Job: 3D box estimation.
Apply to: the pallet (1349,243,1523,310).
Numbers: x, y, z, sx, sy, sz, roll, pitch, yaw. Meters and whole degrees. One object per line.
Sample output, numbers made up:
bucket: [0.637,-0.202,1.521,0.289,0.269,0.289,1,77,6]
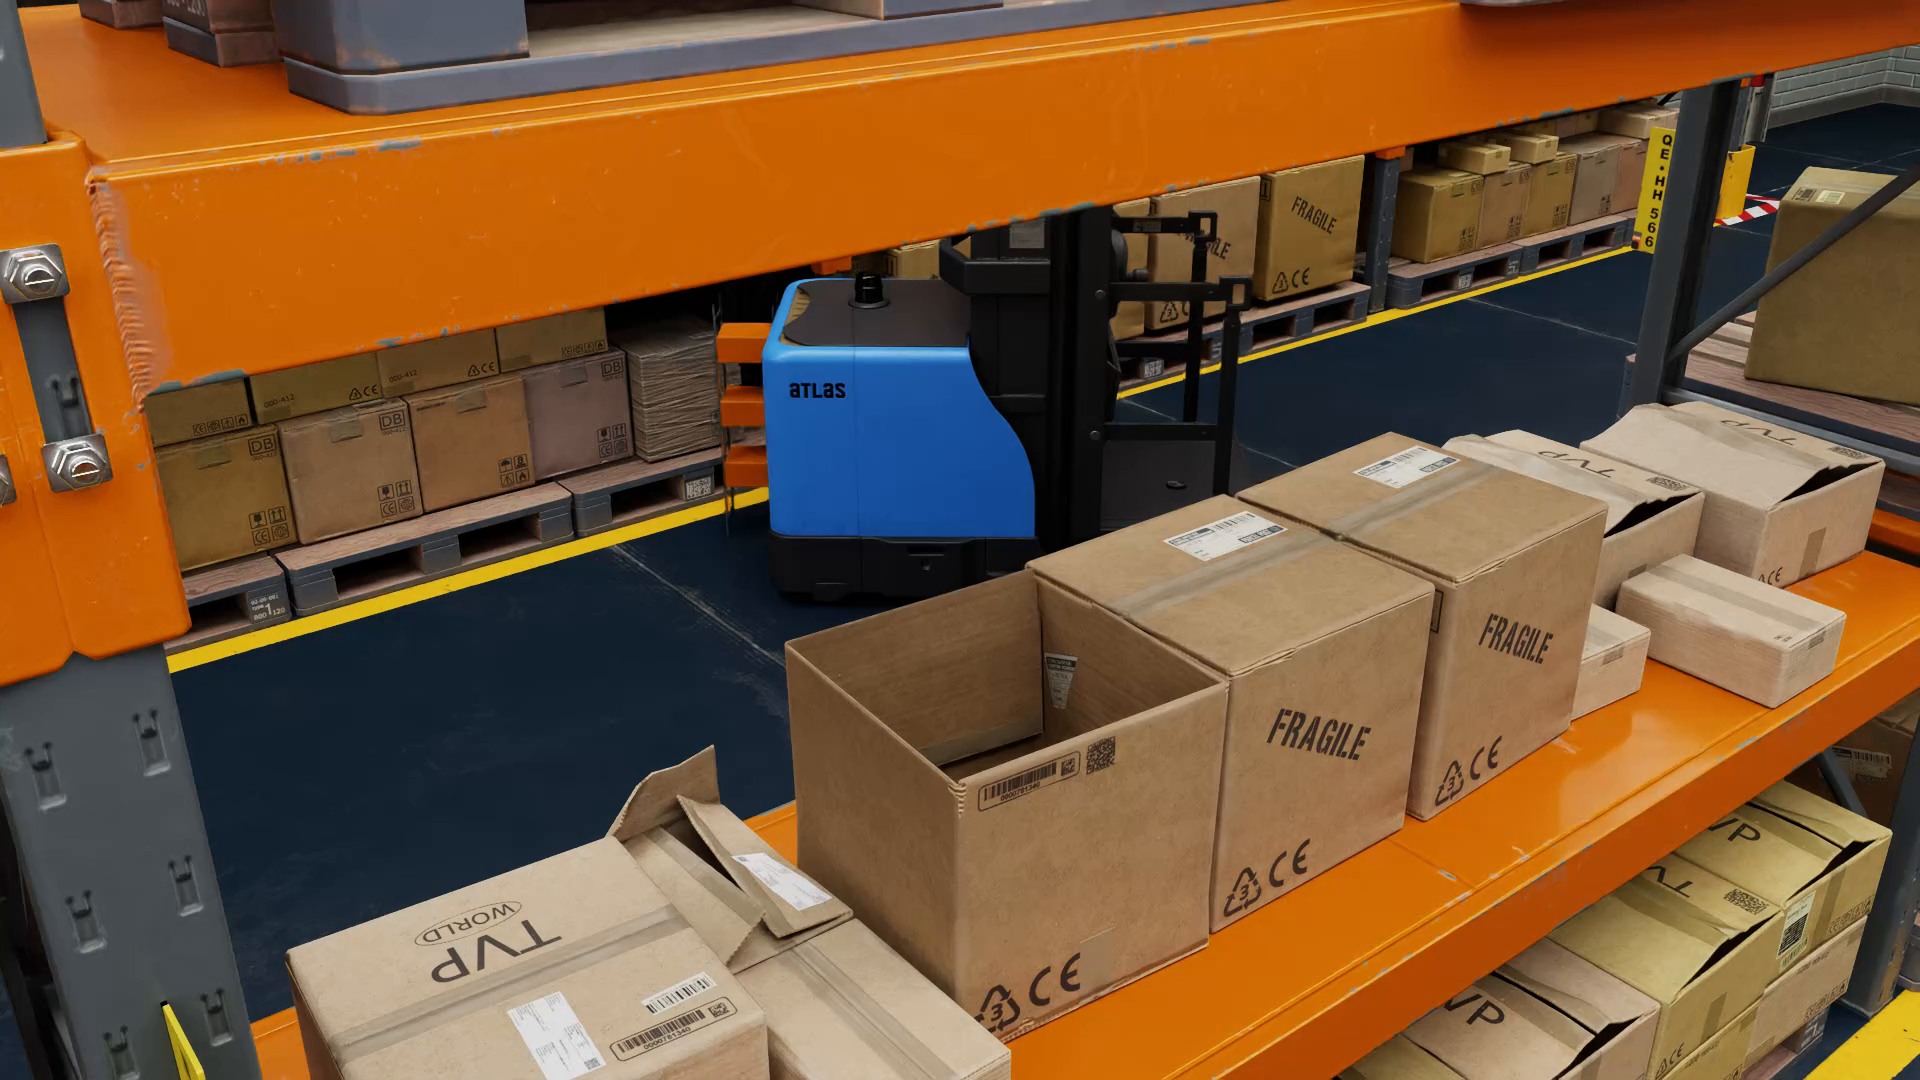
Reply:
pallet: [2.918,-1.837,10.956,1.213,0.211,1.003,-18,31,-34]

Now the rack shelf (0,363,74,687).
rack shelf: [-2.538,0.274,0.389,4.000,0.370,1.077,-18,31,-34]

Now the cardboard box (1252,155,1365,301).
cardboard box: [1.841,-1.933,9.907,0.750,0.750,0.750,-18,30,-33]

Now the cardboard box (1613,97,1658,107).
cardboard box: [4.905,-3.203,12.289,0.250,0.149,0.380,-18,30,-34]

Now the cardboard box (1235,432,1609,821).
cardboard box: [0.873,0.145,3.255,0.500,0.500,0.500,-20,32,-37]

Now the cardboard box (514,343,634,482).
cardboard box: [-1.887,-0.657,7.549,0.500,0.500,0.700,-18,31,-34]

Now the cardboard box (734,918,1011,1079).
cardboard box: [-0.140,0.740,2.391,0.250,0.149,0.380,-18,31,-34]

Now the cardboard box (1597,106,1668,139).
cardboard box: [4.741,-2.944,11.731,0.250,0.149,0.380,-17,30,-33]

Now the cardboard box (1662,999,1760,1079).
cardboard box: [1.517,1.159,3.958,0.500,0.250,0.500,-19,31,-35]

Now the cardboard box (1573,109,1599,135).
cardboard box: [4.310,-3.007,11.865,0.250,0.149,0.380,-18,30,-34]

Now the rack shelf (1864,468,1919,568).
rack shelf: [3.758,-0.444,5.498,4.000,0.370,1.077,-18,31,-34]

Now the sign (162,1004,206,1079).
sign: [-0.620,0.543,1.394,0.005,0.325,0.100,-18,31,-34]

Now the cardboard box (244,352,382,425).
cardboard box: [-2.703,-0.706,6.764,0.500,0.250,0.500,-19,31,-35]

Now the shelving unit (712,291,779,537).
shelving unit: [-0.894,-0.533,7.151,0.252,1.050,0.215,0,25,1]

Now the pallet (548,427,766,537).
pallet: [-1.492,-0.423,7.911,1.213,0.211,1.003,-18,31,-34]

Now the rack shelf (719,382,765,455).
rack shelf: [-0.894,-0.523,7.156,0.240,0.259,0.215,0,25,1]

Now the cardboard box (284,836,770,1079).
cardboard box: [-0.603,0.714,2.326,0.500,0.250,0.500,-16,29,-31]

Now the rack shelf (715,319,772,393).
rack shelf: [-0.894,-0.781,7.036,0.240,0.259,0.215,0,25,1]

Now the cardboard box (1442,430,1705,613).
cardboard box: [1.360,-0.042,3.883,0.500,0.311,0.500,-19,31,-35]

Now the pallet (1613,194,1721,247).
pallet: [4.839,-2.470,12.322,1.213,0.211,1.003,-18,31,-34]

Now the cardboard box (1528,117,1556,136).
cardboard box: [3.909,-2.874,11.578,0.250,0.149,0.380,-18,30,-34]

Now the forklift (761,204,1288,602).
forklift: [0.751,-1.271,6.507,3.031,2.935,1.130,0,25,1]

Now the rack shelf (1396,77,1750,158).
rack shelf: [3.846,-3.123,11.270,4.000,0.370,1.077,-18,31,-34]

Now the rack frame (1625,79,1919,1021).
rack frame: [2.184,-0.251,4.227,0.127,3.000,1.000,-18,31,-34]

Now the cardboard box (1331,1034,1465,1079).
cardboard box: [0.724,1.166,3.275,0.500,0.311,0.500,-17,30,-33]

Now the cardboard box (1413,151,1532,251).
cardboard box: [3.321,-2.276,11.062,0.500,0.500,0.700,-19,31,-35]

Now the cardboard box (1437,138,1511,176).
cardboard box: [3.306,-2.469,10.708,0.250,0.149,0.380,-17,30,-32]

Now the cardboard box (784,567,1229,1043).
cardboard box: [0.065,0.412,2.680,0.500,0.500,0.500,-16,29,-30]

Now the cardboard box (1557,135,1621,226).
cardboard box: [4.141,-2.550,11.651,0.500,0.500,0.700,-19,31,-36]

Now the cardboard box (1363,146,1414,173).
cardboard box: [2.687,-2.469,10.707,0.250,0.149,0.380,-18,31,-34]

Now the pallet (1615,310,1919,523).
pallet: [2.674,-0.363,4.697,1.003,0.211,1.213,-18,31,-34]

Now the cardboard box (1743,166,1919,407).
cardboard box: [2.610,-0.687,4.550,0.700,0.500,0.500,15,29,29]

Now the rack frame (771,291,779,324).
rack frame: [-0.772,-0.533,7.150,0.008,1.050,0.200,0,25,1]

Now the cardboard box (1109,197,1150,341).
cardboard box: [0.477,-1.479,8.929,0.750,0.750,0.750,-18,31,-34]

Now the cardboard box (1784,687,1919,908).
cardboard box: [2.718,0.660,4.711,0.500,0.500,0.500,-17,30,-32]

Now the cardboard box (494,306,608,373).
cardboard box: [-1.898,-0.965,7.322,0.500,0.250,0.500,-18,30,-33]

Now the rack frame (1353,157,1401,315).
rack frame: [2.272,-2.930,10.000,0.127,3.000,1.000,-18,31,-34]

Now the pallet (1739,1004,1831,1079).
pallet: [1.512,1.215,4.381,1.213,0.211,1.003,-18,31,-34]

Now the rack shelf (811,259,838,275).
rack shelf: [-2.450,-1.045,6.793,4.000,0.370,1.077,-18,31,-34]

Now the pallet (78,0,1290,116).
pallet: [-0.278,-0.719,1.900,1.217,0.209,0.805,-20,31,-36]

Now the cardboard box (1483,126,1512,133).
cardboard box: [3.507,-2.741,11.292,0.250,0.149,0.380,-18,30,-34]

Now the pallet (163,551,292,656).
pallet: [-3.412,0.210,6.546,1.213,0.211,1.003,-18,31,-34]

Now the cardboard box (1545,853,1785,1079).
cardboard box: [1.519,0.907,3.835,0.500,0.311,0.500,-19,31,-35]

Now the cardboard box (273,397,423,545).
cardboard box: [-2.653,-0.384,6.961,0.500,0.500,0.700,-18,30,-33]
